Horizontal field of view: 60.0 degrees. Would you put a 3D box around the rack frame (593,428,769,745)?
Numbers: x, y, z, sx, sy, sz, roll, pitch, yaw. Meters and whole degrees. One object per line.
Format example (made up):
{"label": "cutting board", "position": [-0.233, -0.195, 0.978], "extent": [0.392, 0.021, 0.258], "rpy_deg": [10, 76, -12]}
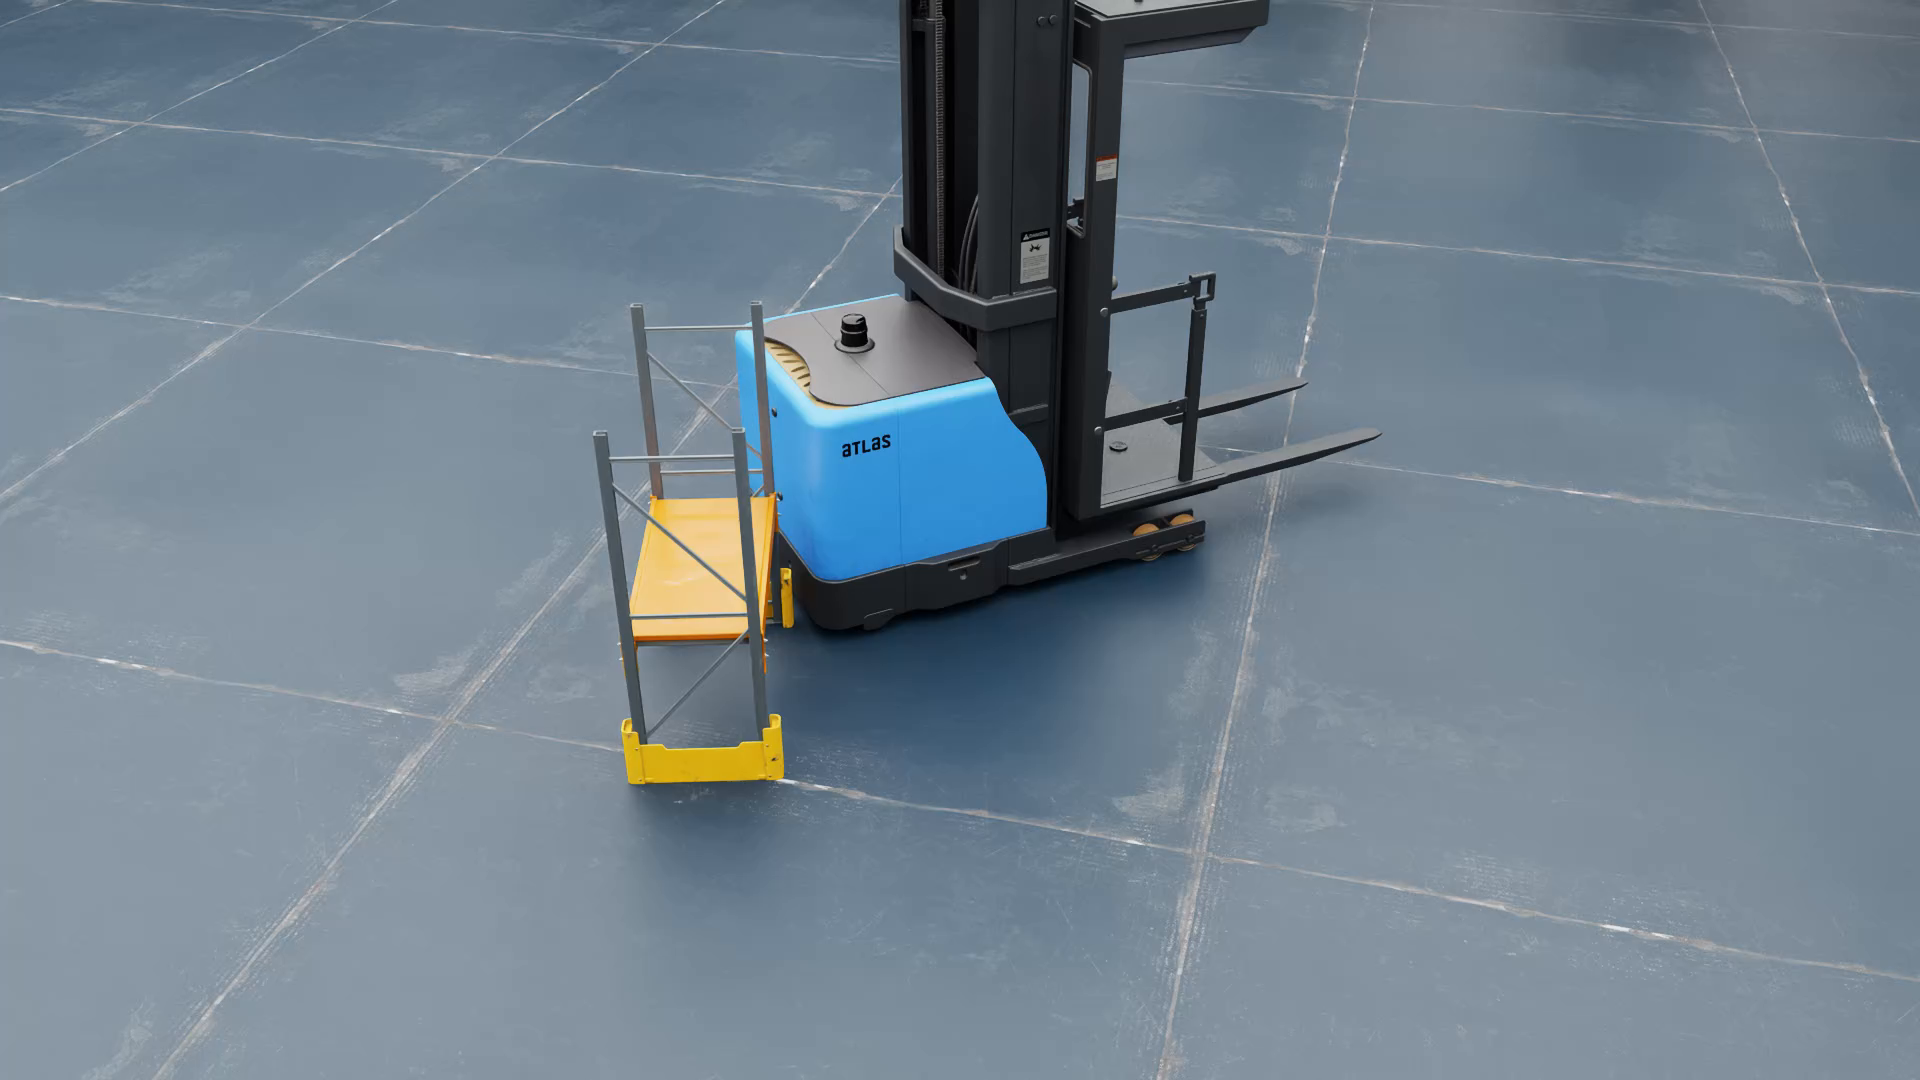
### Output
{"label": "rack frame", "position": [-0.965, 0.273, 5.923], "extent": [0.500, 1.500, 0.032], "rpy_deg": [-1, 32, -2]}

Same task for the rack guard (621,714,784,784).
{"label": "rack guard", "position": [-0.966, 0.790, 6.275], "extent": [0.587, 0.250, 0.087], "rpy_deg": [-1, 32, -2]}

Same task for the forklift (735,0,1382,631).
{"label": "forklift", "position": [0.564, -1.382, 7.192], "extent": [3.031, 2.935, 1.130], "rpy_deg": [-14, 35, -21]}

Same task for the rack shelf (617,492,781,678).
{"label": "rack shelf", "position": [-0.988, 0.152, 6.448], "extent": [0.538, 0.185, 1.000], "rpy_deg": [-1, 32, -2]}

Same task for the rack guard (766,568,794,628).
{"label": "rack guard", "position": [-1.011, 0.256, 7.114], "extent": [0.587, 0.250, 0.087], "rpy_deg": [-1, 32, -2]}

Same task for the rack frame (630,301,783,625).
{"label": "rack frame", "position": [-1.011, -0.272, 6.780], "extent": [0.500, 1.500, 0.032], "rpy_deg": [-1, 32, -2]}

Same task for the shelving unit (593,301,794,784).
{"label": "shelving unit", "position": [-0.989, -0.004, 6.359], "extent": [0.587, 1.500, 1.083], "rpy_deg": [-1, 32, -2]}
